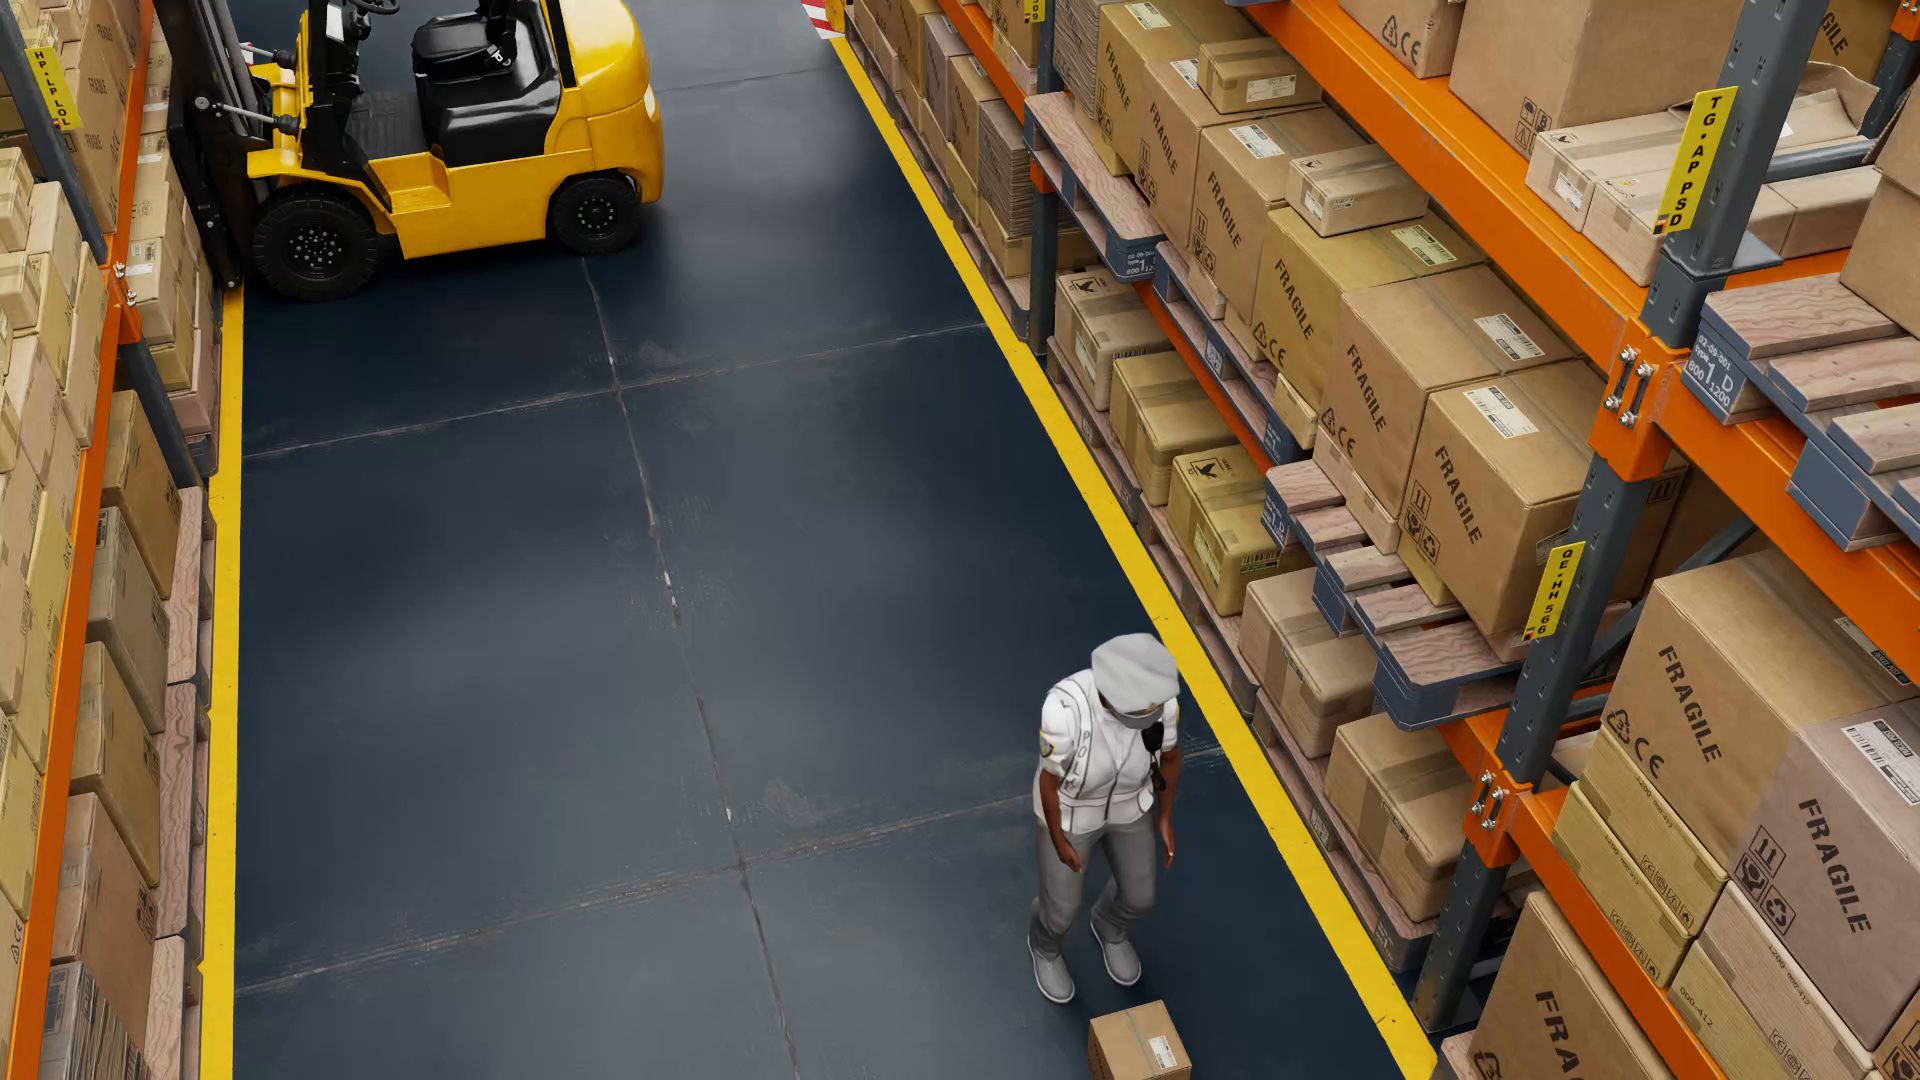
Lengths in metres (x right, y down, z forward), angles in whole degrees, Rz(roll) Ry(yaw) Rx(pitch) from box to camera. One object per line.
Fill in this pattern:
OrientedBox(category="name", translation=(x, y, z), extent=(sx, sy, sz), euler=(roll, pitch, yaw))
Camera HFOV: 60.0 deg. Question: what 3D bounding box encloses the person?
OrientedBox(category="person", translation=(0.461, 0.874, 5.245), extent=(0.457, 1.624, 0.442), euler=(-11, 44, -12))
